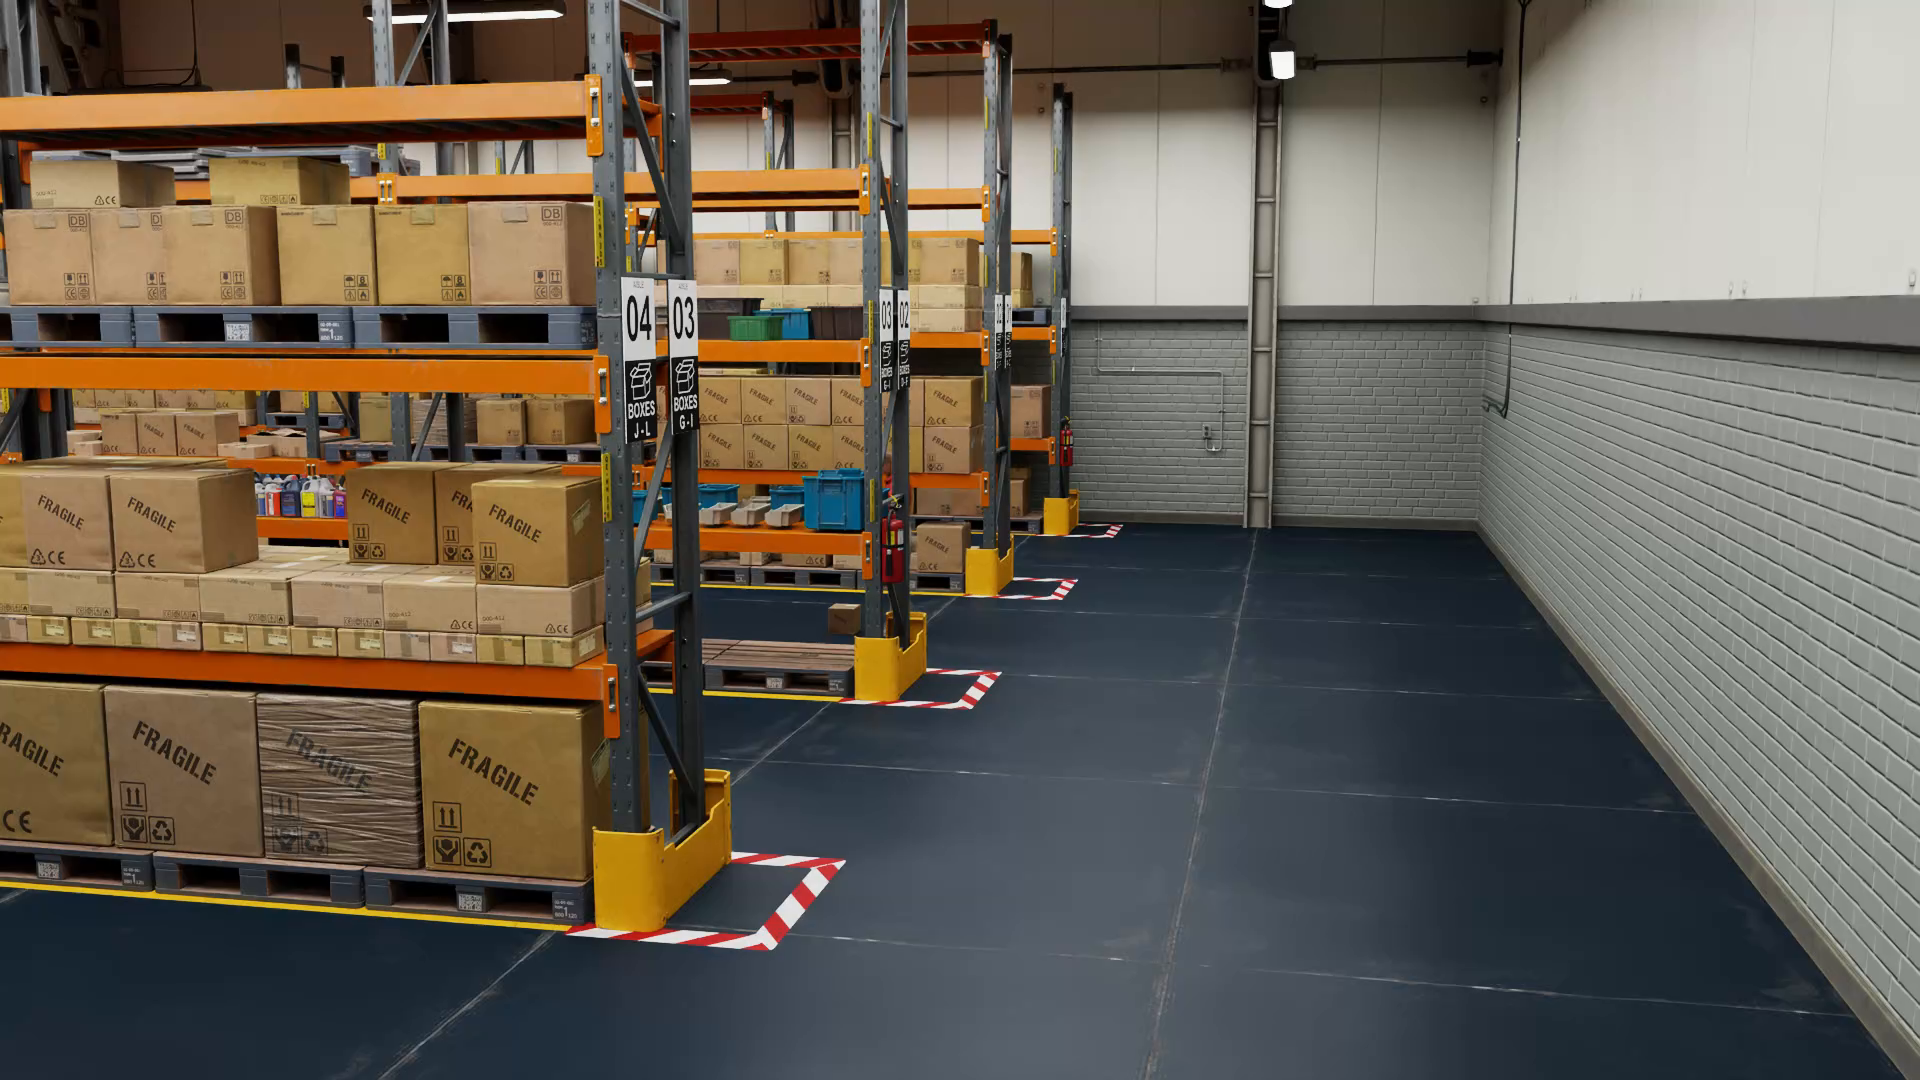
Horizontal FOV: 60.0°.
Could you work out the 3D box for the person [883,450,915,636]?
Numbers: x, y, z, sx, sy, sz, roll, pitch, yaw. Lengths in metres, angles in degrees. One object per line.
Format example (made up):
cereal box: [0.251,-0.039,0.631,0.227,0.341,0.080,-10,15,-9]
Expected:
person: [-0.621,0.020,15.606,0.344,1.731,0.559,1,8,5]
